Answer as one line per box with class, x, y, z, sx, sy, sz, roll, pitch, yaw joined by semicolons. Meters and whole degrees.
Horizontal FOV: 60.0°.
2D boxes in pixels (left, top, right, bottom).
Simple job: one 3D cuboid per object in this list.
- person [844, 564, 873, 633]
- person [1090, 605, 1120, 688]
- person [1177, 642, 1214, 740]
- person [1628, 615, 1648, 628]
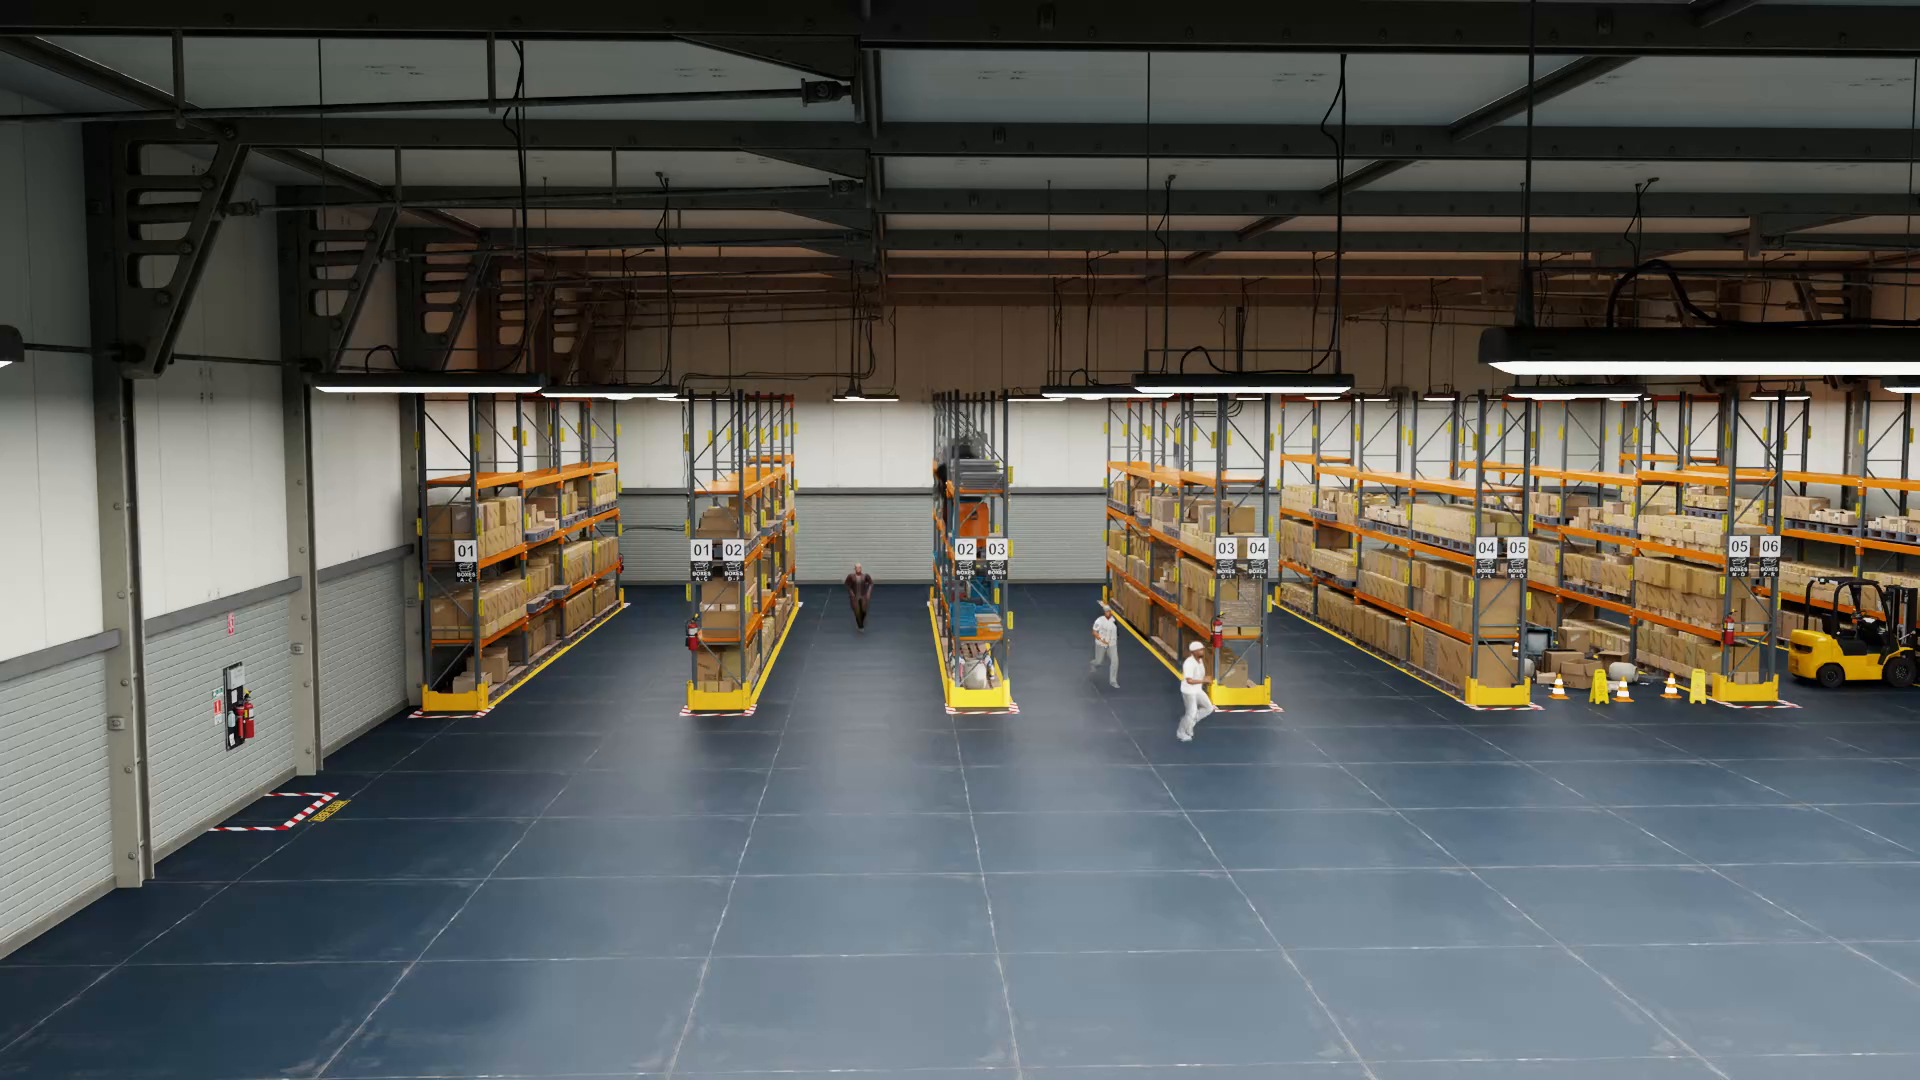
person;-2.540;1.461;41.736;0.724;1.734;0.565;0;5;-3
person;2.966;2.160;33.980;0.583;1.666;1.020;-2;5;-19
person;3.990;2.555;28.151;0.721;1.707;0.743;3;5;31
person;16.962;1.454;41.504;0.642;1.835;0.763;-1;5;-12
